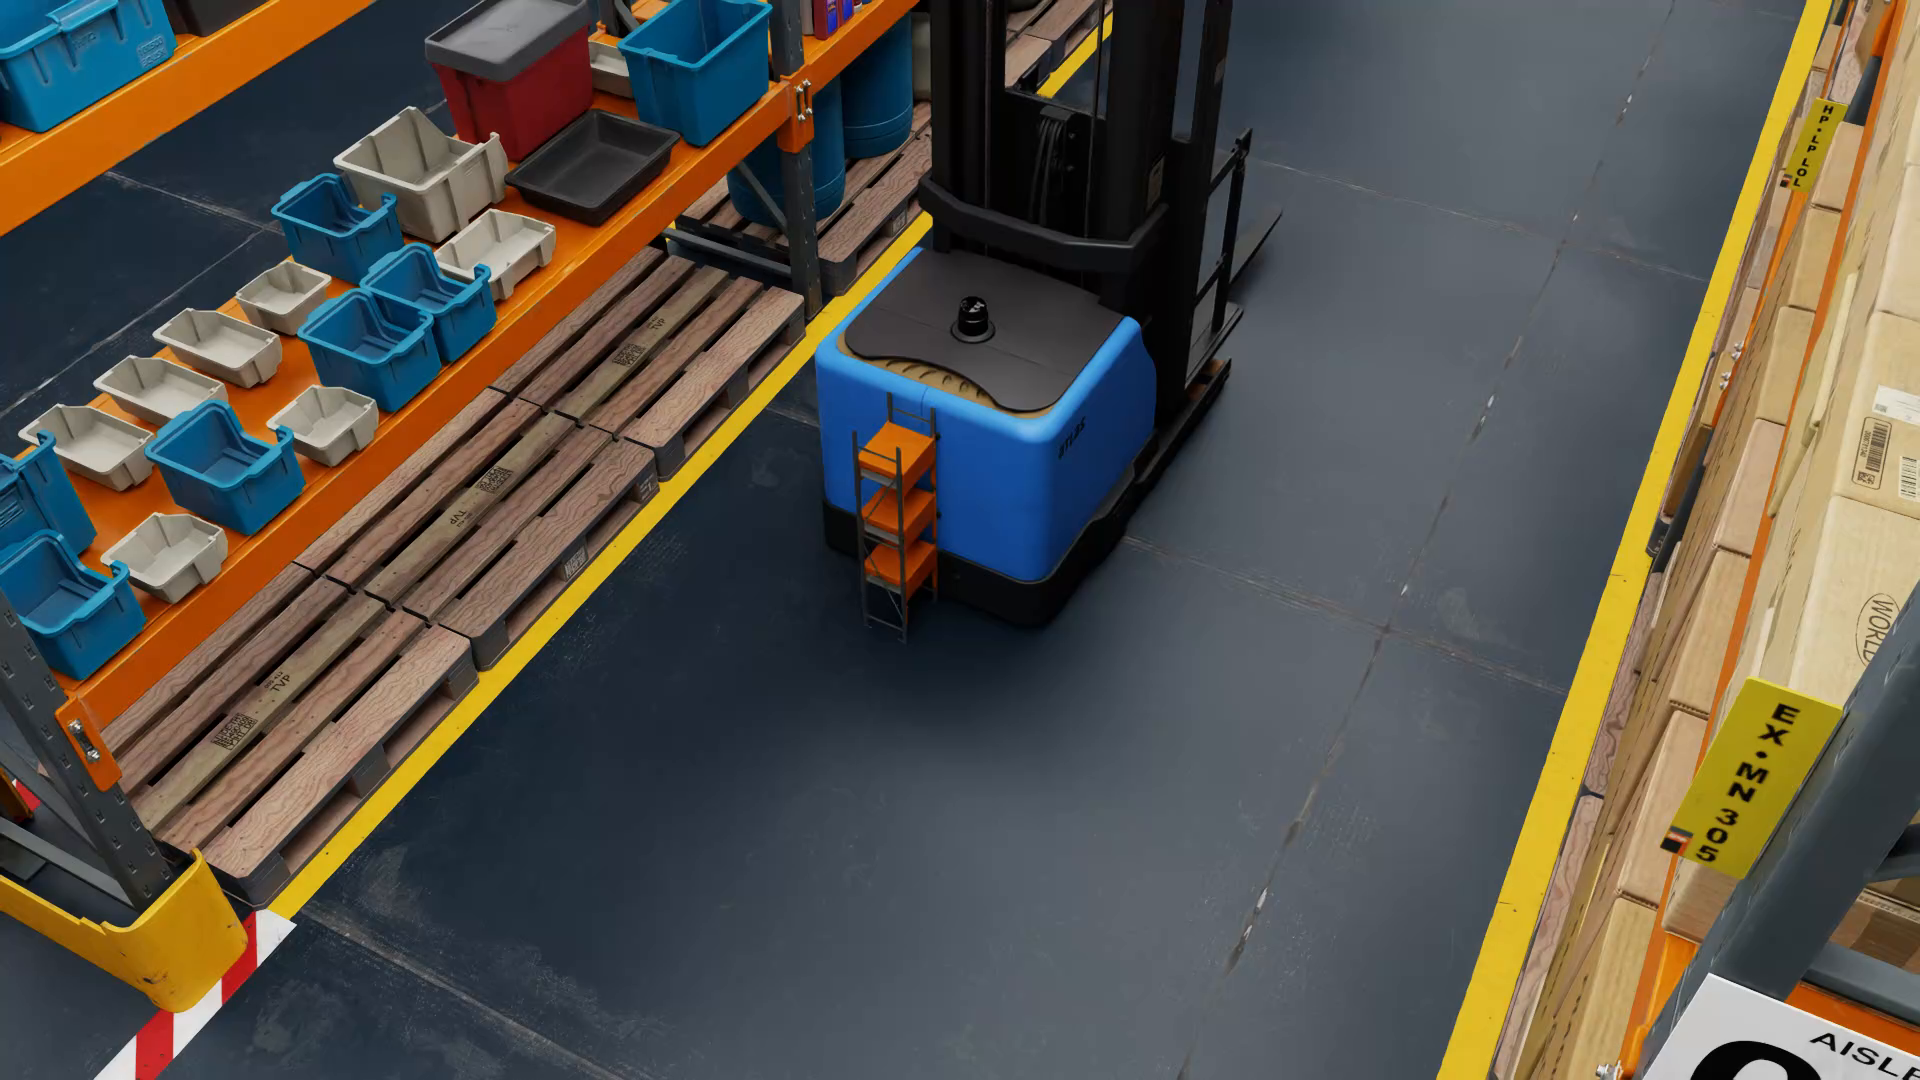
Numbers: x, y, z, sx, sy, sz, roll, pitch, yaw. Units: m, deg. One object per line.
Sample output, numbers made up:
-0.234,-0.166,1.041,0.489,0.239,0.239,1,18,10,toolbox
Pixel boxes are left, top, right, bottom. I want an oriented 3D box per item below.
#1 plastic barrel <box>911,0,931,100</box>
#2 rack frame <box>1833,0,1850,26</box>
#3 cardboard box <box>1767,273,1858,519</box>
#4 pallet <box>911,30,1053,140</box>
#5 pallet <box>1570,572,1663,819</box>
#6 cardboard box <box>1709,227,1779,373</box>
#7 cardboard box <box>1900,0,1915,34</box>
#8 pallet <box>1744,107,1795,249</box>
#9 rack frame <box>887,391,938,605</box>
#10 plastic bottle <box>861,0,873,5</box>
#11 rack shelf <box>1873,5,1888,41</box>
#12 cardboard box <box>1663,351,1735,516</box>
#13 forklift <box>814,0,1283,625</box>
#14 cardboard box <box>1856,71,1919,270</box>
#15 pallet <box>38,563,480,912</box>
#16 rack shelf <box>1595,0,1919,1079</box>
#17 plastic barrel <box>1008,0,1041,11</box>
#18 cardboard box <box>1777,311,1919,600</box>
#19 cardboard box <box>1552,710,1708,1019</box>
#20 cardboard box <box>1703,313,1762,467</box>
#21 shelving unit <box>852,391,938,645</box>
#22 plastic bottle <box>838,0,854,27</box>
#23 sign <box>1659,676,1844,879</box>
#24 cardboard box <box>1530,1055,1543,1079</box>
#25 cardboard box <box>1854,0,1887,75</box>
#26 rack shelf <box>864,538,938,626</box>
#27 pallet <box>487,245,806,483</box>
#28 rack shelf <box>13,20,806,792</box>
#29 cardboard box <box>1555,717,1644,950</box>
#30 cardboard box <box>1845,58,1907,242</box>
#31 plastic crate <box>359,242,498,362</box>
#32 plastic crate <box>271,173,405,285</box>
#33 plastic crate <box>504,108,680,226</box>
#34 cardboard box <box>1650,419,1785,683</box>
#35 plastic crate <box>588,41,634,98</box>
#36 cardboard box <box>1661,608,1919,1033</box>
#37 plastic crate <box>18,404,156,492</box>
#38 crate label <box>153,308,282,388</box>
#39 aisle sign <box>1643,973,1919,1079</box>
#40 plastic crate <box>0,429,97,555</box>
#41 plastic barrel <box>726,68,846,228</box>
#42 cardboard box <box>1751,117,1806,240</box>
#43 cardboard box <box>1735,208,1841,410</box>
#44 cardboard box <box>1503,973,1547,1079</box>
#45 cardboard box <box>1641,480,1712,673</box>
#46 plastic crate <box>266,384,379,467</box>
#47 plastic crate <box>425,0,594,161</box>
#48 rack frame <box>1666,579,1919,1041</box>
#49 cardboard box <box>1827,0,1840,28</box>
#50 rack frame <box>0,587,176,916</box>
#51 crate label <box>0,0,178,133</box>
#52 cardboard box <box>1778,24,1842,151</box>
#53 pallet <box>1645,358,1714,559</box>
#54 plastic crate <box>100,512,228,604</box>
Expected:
-0.205,-2.699,9.043,0.421,0.512,0.421,0,45,0,plastic barrel
5.100,-3.199,8.083,1.000,3.000,0.127,20,49,19,rack frame
1.853,-0.202,3.117,0.500,0.250,0.500,20,49,19,cardboard box
-0.182,-2.580,9.432,1.003,0.211,1.213,20,49,19,pallet
2.923,0.734,6.157,1.003,0.211,1.213,20,49,19,pallet
3.688,-0.985,7.343,0.500,0.500,0.500,21,49,20,cardboard box
2.798,-1.456,4.357,0.500,0.250,0.500,20,49,19,cardboard box
4.720,-1.761,8.622,1.003,0.211,1.213,20,49,19,pallet
-0.179,-0.141,6.431,0.200,1.050,0.008,22,49,20,rack frame
-0.450,-2.586,7.567,0.097,0.271,0.097,0,45,0,plastic bottle
4.171,-2.741,6.026,1.077,0.370,4.000,20,49,19,rack shelf
3.218,-0.361,6.725,0.500,0.500,0.500,20,49,19,cardboard box
0.595,-1.735,6.684,1.130,2.935,3.031,22,49,20,forklift
2.092,-0.690,3.248,0.500,0.250,0.500,20,49,19,cardboard box
-2.582,0.676,6.213,1.003,0.211,1.213,20,49,19,pallet
2.315,-0.221,3.536,1.077,0.370,4.000,20,49,19,rack shelf
0.319,-3.411,9.746,0.421,0.512,0.421,0,45,0,plastic barrel
1.631,-0.060,2.625,0.500,0.250,0.500,20,49,19,cardboard box
1.583,0.764,3.392,0.500,0.500,0.500,22,49,20,cardboard box
2.765,-0.483,5.328,0.500,0.500,0.500,22,49,20,cardboard box
-0.239,-0.065,6.356,0.215,1.050,0.252,22,49,20,shelving unit
-0.533,-2.450,7.424,0.061,0.283,0.133,20,49,19,plastic bottle
0.904,0.279,1.913,0.100,0.325,0.005,20,49,19,sign
1.353,1.434,3.434,0.500,0.500,0.500,22,49,20,cardboard box
4.008,-1.995,6.527,0.700,0.500,0.500,9,46,9,cardboard box
-0.239,0.138,6.561,0.215,0.259,0.240,22,49,20,rack shelf
-1.450,-0.861,7.732,1.003,0.211,1.213,20,49,19,pallet
-2.071,-0.804,6.221,1.077,0.370,4.000,20,49,19,rack shelf
1.827,0.793,4.067,0.500,0.500,0.500,21,49,19,cardboard box
2.329,-0.828,3.736,0.500,0.250,0.500,20,49,19,cardboard box
-1.843,-0.825,5.811,0.416,0.233,0.300,20,49,19,plastic crate
-2.273,-1.138,6.121,0.416,0.233,0.300,20,49,19,plastic crate
-1.424,-1.447,6.503,0.437,0.125,0.590,20,49,19,plastic crate
2.058,0.113,4.036,0.500,0.500,0.500,22,49,20,cardboard box
-1.485,-1.999,7.040,0.396,0.136,0.243,20,49,19,plastic crate
1.391,0.428,2.494,0.500,0.250,0.500,20,49,19,cardboard box
-2.781,-0.299,5.360,0.396,0.136,0.243,20,49,19,plastic crate
-2.526,-0.660,5.717,0.396,0.136,0.243,20,49,19,crate label
1.083,0.869,2.234,0.394,0.787,0.004,20,49,19,aisle sign
-3.009,-0.103,4.956,0.616,0.435,0.499,20,49,19,plastic crate
-0.875,-2.064,8.141,0.600,0.901,0.708,20,49,19,plastic barrel
4.160,-1.637,7.987,0.500,0.500,0.500,20,49,19,cardboard box
2.536,-0.537,4.678,0.500,0.500,0.500,19,48,18,cardboard box
1.888,1.640,4.924,0.500,0.250,0.500,20,49,19,cardboard box
2.296,0.155,4.698,0.500,0.500,0.500,20,49,19,cardboard box
-2.056,-0.374,5.434,0.250,0.136,0.298,20,49,19,plastic crate
-1.779,-1.881,6.693,0.402,0.464,0.583,20,49,19,plastic crate
1.386,-0.268,0.968,1.000,3.000,0.127,20,49,19,rack frame
5.364,-3.118,9.640,0.500,0.250,0.500,20,49,19,cardboard box
-2.999,0.203,4.720,1.000,3.000,0.127,20,49,19,rack frame
-2.285,-1.274,4.175,0.408,0.251,0.502,20,49,19,crate label
4.635,-2.283,8.625,0.500,0.500,0.500,22,49,21,cardboard box
3.587,-0.224,7.103,1.003,0.211,1.213,20,49,19,pallet
-2.371,0.053,5.012,0.250,0.136,0.298,20,49,19,plastic crate
